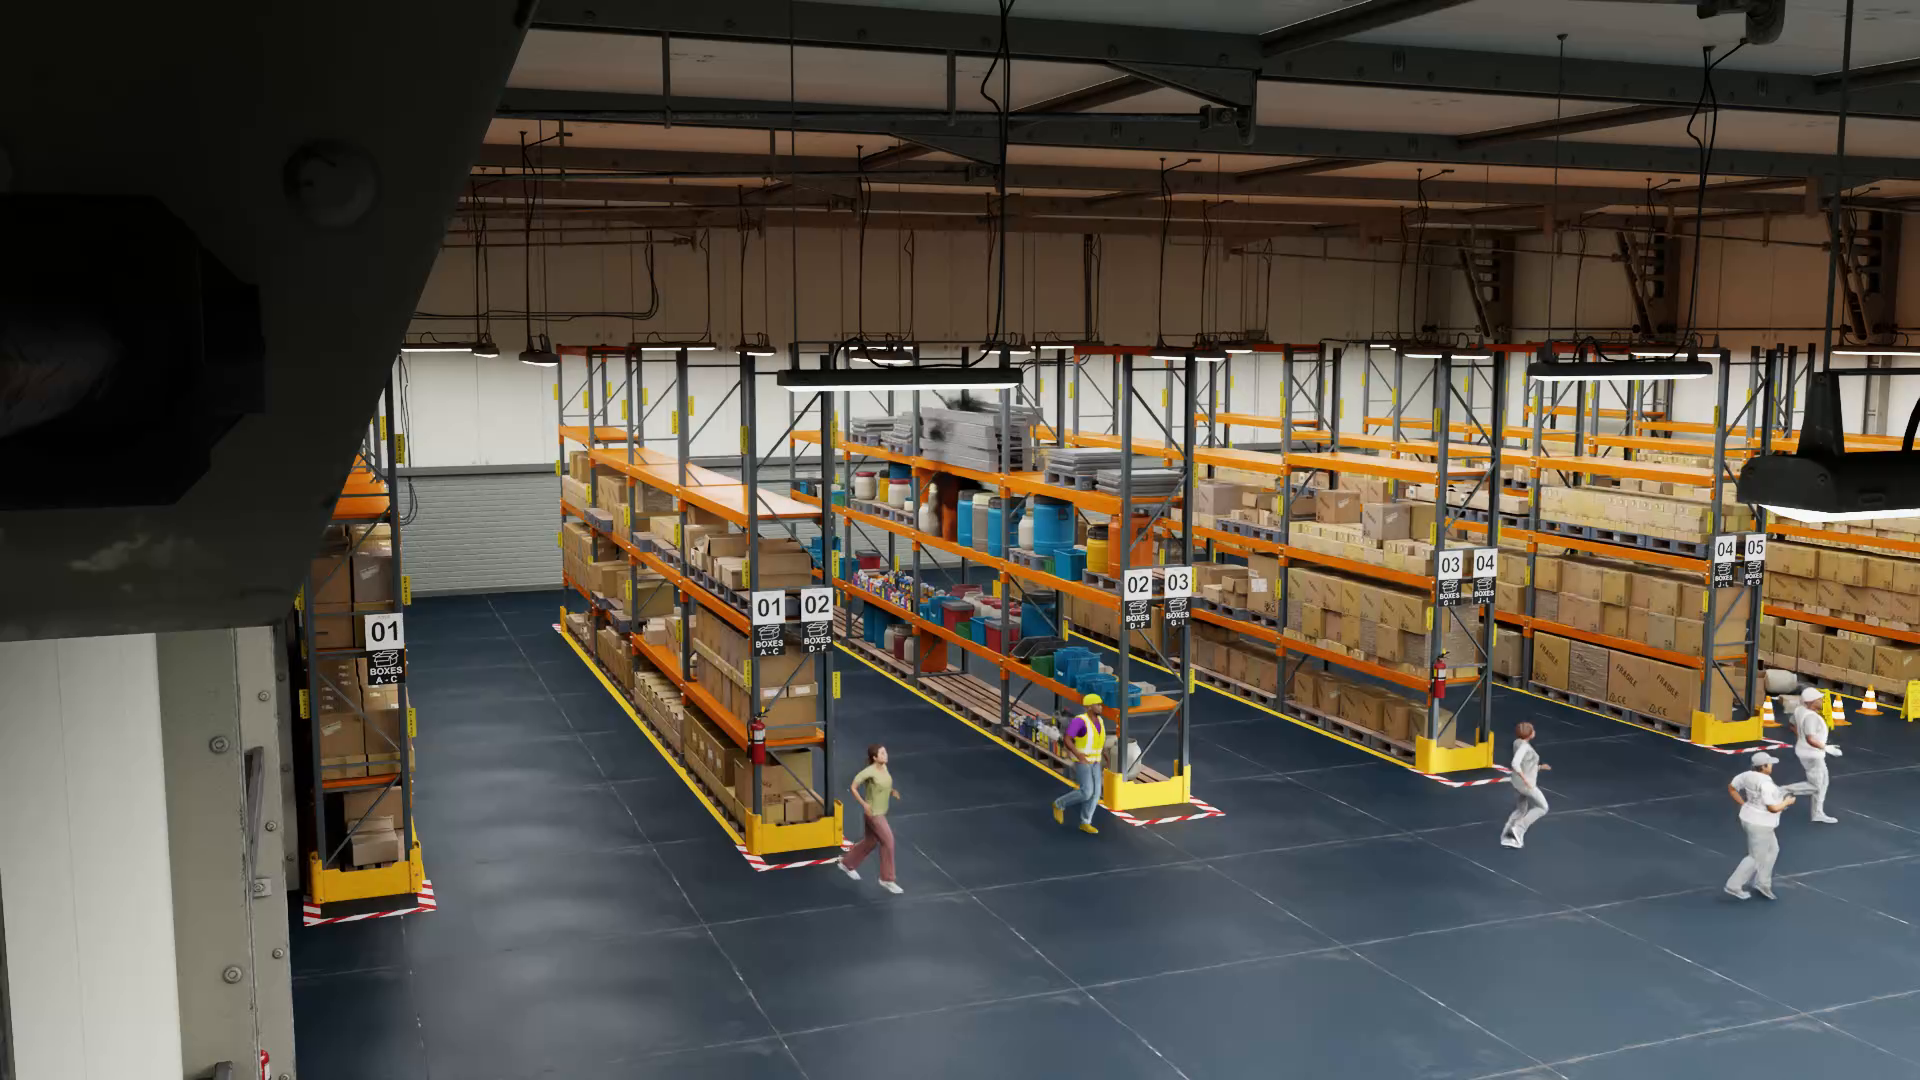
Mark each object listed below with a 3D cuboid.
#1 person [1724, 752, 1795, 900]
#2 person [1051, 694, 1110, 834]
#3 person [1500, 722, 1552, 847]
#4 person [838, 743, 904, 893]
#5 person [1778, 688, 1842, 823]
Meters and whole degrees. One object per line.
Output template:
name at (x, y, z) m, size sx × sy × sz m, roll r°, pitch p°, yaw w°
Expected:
person at (8.829, 3.185, 18.383) m, size 0.708 × 1.719 × 0.585 m, roll 0°, pitch 7°, yaw 4°
person at (1.602, 2.805, 21.183) m, size 0.655 × 1.728 × 0.751 m, roll 6°, pitch 9°, yaw 38°
person at (6.904, 2.982, 20.235) m, size 0.596 × 1.562 × 0.515 m, roll 0°, pitch 7°, yaw 1°
person at (-1.006, 3.119, 18.847) m, size 0.819 × 1.710 × 0.570 m, roll 2°, pitch 8°, yaw 19°
person at (10.881, 2.758, 21.372) m, size 0.821 × 1.753 × 0.689 m, roll 2°, pitch 8°, yaw 16°
